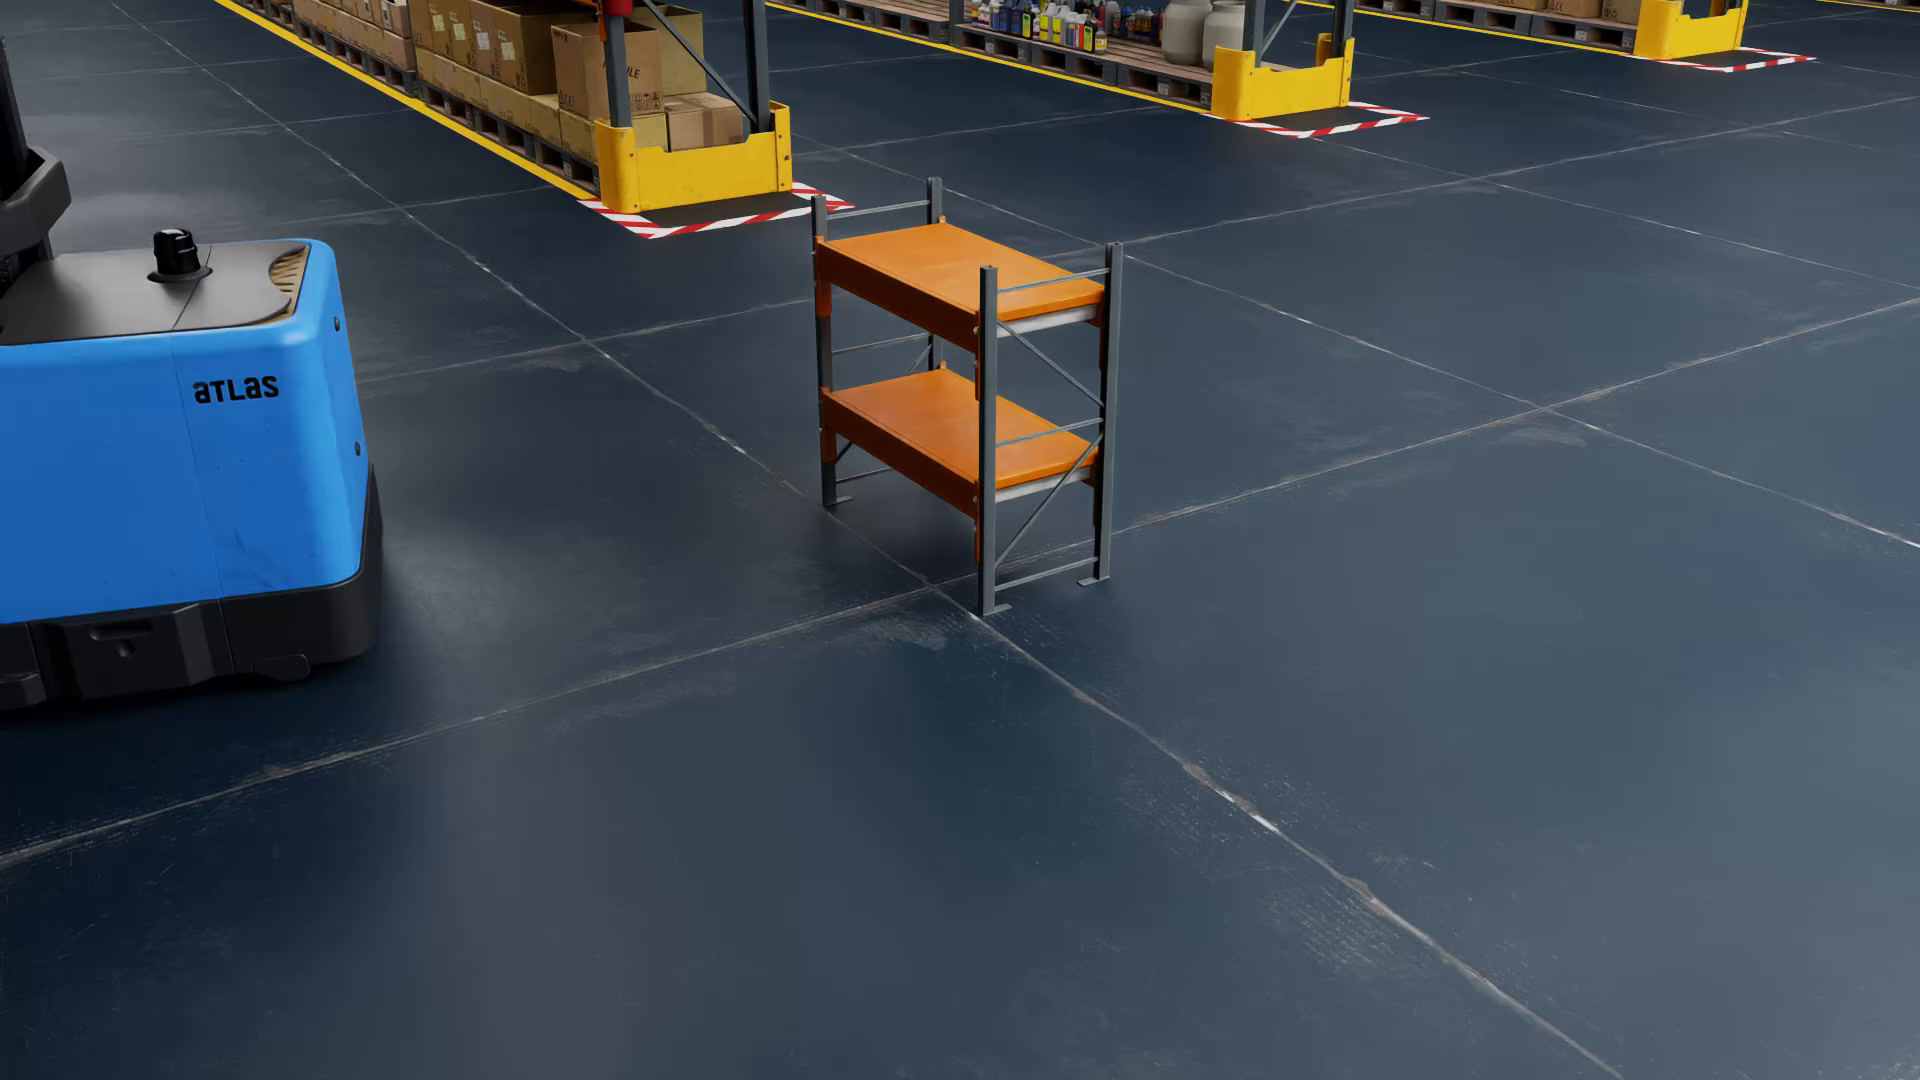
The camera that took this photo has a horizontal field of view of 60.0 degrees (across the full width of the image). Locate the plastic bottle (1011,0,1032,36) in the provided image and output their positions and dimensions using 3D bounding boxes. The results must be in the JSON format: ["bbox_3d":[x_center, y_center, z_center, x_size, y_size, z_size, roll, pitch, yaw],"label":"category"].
[{"bbox_3d":[0.545,-4.614,14.599,0.144,0.351,0.185,-17,30,-32],"label":"plastic bottle"}]

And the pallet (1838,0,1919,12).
[{"bbox_3d":[10.391,-5.916,18.036,1.003,0.211,1.213,-16,29,-30],"label":"pallet"}]

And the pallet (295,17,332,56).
[{"bbox_3d":[-5.570,-4.780,15.627,1.003,0.211,1.213,-16,29,-30],"label":"pallet"}]

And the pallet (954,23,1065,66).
[{"bbox_3d":[0.681,-4.555,15.153,1.003,0.211,1.213,-16,29,-30],"label":"pallet"}]

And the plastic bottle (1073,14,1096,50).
[{"bbox_3d":[1.048,-4.254,13.923,0.152,0.276,0.135,-15,29,-29],"label":"plastic bottle"}]

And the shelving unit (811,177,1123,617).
[{"bbox_3d":[-0.004,-0.511,5.515,0.538,1.125,1.048,-16,29,-30],"label":"shelving unit"}]

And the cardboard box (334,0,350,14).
[{"bbox_3d":[-5.095,-4.736,14.340,0.500,0.311,0.500,-16,30,-30],"label":"cardboard box"}]

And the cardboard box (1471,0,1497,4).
[{"bbox_3d":[5.407,-5.721,16.791,0.500,0.500,0.500,-19,31,-34],"label":"cardboard box"}]

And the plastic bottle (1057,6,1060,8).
[{"bbox_3d":[0.888,-4.472,14.385,0.152,0.276,0.135,-16,29,-30],"label":"plastic bottle"}]

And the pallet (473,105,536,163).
[{"bbox_3d":[-2.734,-2.921,11.691,1.003,0.211,1.213,-16,29,-30],"label":"pallet"}]

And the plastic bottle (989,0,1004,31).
[{"bbox_3d":[0.355,-4.708,14.885,0.152,0.276,0.135,-14,29,-28],"label":"plastic bottle"}]

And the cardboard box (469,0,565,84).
[{"bbox_3d":[-2.992,-3.424,11.340,0.500,0.500,0.500,-16,29,-30],"label":"cardboard box"}]

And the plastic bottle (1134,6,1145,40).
[{"bbox_3d":[1.562,-4.480,14.408,0.097,0.271,0.097,0,25,0],"label":"plastic bottle"}]

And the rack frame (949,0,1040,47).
[{"bbox_3d":[0.349,-6.066,15.087,1.000,3.000,0.127,-16,29,-30],"label":"rack frame"}]

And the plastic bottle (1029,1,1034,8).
[{"bbox_3d":[0.622,-4.622,14.709,0.097,0.271,0.097,0,25,0],"label":"plastic bottle"}]

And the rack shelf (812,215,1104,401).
[{"bbox_3d":[-0.004,-0.776,5.390,0.538,0.278,1.000,-16,29,-30],"label":"rack shelf"}]

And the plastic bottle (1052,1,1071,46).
[{"bbox_3d":[0.879,-4.396,14.136,0.144,0.351,0.185,-14,29,-27],"label":"plastic bottle"}]

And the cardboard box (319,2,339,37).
[{"bbox_3d":[-5.383,-4.671,14.859,0.500,0.250,0.500,-16,30,-31],"label":"cardboard box"}]

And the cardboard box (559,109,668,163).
[{"bbox_3d":[-2.160,-2.552,10.371,0.500,0.250,0.500,-16,29,-30],"label":"cardboard box"}]

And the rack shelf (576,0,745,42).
[{"bbox_3d":[-2.711,-3.873,11.283,1.077,0.370,4.000,-16,29,-30],"label":"rack shelf"}]

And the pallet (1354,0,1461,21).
[{"bbox_3d":[4.895,-5.728,17.636,1.003,0.211,1.213,-16,29,-30],"label":"pallet"}]

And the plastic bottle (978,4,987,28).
[{"bbox_3d":[0.211,-4.747,15.055,0.097,0.201,0.097,0,25,0],"label":"plastic bottle"}]

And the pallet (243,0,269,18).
[{"bbox_3d":[-7.025,-5.795,17.778,1.003,0.211,1.213,-16,29,-30],"label":"pallet"}]

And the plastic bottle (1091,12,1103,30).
[{"bbox_3d":[1.137,-4.283,13.975,0.061,0.283,0.133,-16,29,-30],"label":"plastic bottle"}]

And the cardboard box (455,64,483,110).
[{"bbox_3d":[-3.267,-3.263,11.878,0.500,0.250,0.500,-16,29,-30],"label":"cardboard box"}]

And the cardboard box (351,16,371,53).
[{"bbox_3d":[-4.827,-4.305,14.084,0.500,0.250,0.500,-15,29,-28],"label":"cardboard box"}]

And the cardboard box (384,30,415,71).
[{"bbox_3d":[-4.272,-3.941,13.313,0.500,0.250,0.500,-16,30,-30],"label":"cardboard box"}]

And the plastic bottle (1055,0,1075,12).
[{"bbox_3d":[0.936,-4.758,14.991,0.152,0.276,0.135,-16,29,-30],"label":"plastic bottle"}]

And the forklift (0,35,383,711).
[{"bbox_3d":[-3.310,-0.955,4.340,3.031,2.935,1.130,-7,26,-14],"label":"forklift"}]

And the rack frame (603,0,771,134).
[{"bbox_3d":[-1.620,-3.483,9.614,1.000,3.000,0.127,-16,29,-30],"label":"rack frame"}]

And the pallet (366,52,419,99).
[{"bbox_3d":[-4.238,-3.907,13.778,1.003,0.211,1.213,-16,29,-30],"label":"pallet"}]

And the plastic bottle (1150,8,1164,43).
[{"bbox_3d":[1.696,-4.413,14.250,0.061,0.283,0.133,-15,29,-29],"label":"plastic bottle"}]

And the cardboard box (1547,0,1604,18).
[{"bbox_3d":[6.001,-5.283,15.862,0.500,0.500,0.500,-8,26,-16],"label":"cardboard box"}]

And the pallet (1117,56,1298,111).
[{"bbox_3d":[2.013,-3.683,13.304,1.003,0.211,1.213,-16,29,-30],"label":"pallet"}]

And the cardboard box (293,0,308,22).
[{"bbox_3d":[-5.947,-5.035,15.630,0.500,0.250,0.500,-16,29,-30],"label":"cardboard box"}]

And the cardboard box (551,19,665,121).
[{"bbox_3d":[-2.162,-2.891,10.210,0.500,0.500,0.500,-16,29,-30],"label":"cardboard box"}]

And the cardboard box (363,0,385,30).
[{"bbox_3d":[-4.554,-4.376,13.578,0.500,0.311,0.500,-15,29,-28],"label":"cardboard box"}]

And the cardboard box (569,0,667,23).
[{"bbox_3d":[-2.284,-3.366,11.217,0.500,0.500,0.500,-16,29,-30],"label":"cardboard box"}]

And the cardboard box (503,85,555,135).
[{"bbox_3d":[-2.717,-2.907,11.122,0.500,0.250,0.500,-16,29,-30],"label":"cardboard box"}]

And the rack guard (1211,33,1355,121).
[{"bbox_3d":[2.452,-3.521,12.624,1.175,0.500,0.348,-16,29,-30],"label":"rack guard"}]

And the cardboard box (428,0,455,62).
[{"bbox_3d":[-3.533,-3.783,12.101,0.500,0.500,0.500,-16,29,-30],"label":"cardboard box"}]

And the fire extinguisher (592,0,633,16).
[{"bbox_3d":[-1.944,-3.297,9.311,0.296,0.674,0.183,-16,29,-30],"label":"fire extinguisher"}]

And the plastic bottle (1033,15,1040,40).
[{"bbox_3d":[0.680,-4.440,14.405,0.097,0.201,0.097,0,25,0],"label":"plastic bottle"}]

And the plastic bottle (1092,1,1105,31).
[{"bbox_3d":[1.220,-4.606,14.659,0.061,0.283,0.133,-16,29,-30],"label":"plastic bottle"}]

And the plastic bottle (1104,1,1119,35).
[{"bbox_3d":[1.309,-4.627,14.713,0.152,0.276,0.135,-15,29,-29],"label":"plastic bottle"}]

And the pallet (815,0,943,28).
[{"bbox_3d":[-0.782,-5.514,17.183,1.003,0.211,1.213,-16,29,-30],"label":"pallet"}]

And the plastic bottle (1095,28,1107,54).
[{"bbox_3d":[1.163,-4.124,13.735,0.097,0.201,0.097,0,25,0],"label":"plastic bottle"}]

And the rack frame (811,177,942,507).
[{"bbox_3d":[-0.281,-0.693,5.900,0.500,1.125,0.032,-16,29,-30],"label":"rack frame"}]

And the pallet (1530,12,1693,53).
[{"bbox_3d":[6.227,-4.855,15.787,1.003,0.211,1.213,-16,29,-30],"label":"pallet"}]

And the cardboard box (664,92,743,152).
[{"bbox_3d":[-1.726,-2.673,10.627,0.500,0.250,0.500,-16,29,-30],"label":"cardboard box"}]

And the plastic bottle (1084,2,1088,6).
[{"bbox_3d":[1.171,-4.757,14.979,0.061,0.283,0.133,-13,28,-26],"label":"plastic bottle"}]

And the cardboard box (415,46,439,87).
[{"bbox_3d":[-3.804,-3.623,12.641,0.500,0.250,0.500,-16,29,-30],"label":"cardboard box"}]

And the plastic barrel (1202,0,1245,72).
[{"bbox_3d":[2.109,-3.918,12.958,0.421,0.512,0.421,0,25,0],"label":"plastic barrel"}]

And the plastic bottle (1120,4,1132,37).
[{"bbox_3d":[1.452,-4.553,14.561,0.097,0.271,0.097,0,25,0],"label":"plastic bottle"}]

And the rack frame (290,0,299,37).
[{"bbox_3d":[-5.987,-6.344,15.675,1.000,3.000,0.127,-16,29,-30],"label":"rack frame"}]
